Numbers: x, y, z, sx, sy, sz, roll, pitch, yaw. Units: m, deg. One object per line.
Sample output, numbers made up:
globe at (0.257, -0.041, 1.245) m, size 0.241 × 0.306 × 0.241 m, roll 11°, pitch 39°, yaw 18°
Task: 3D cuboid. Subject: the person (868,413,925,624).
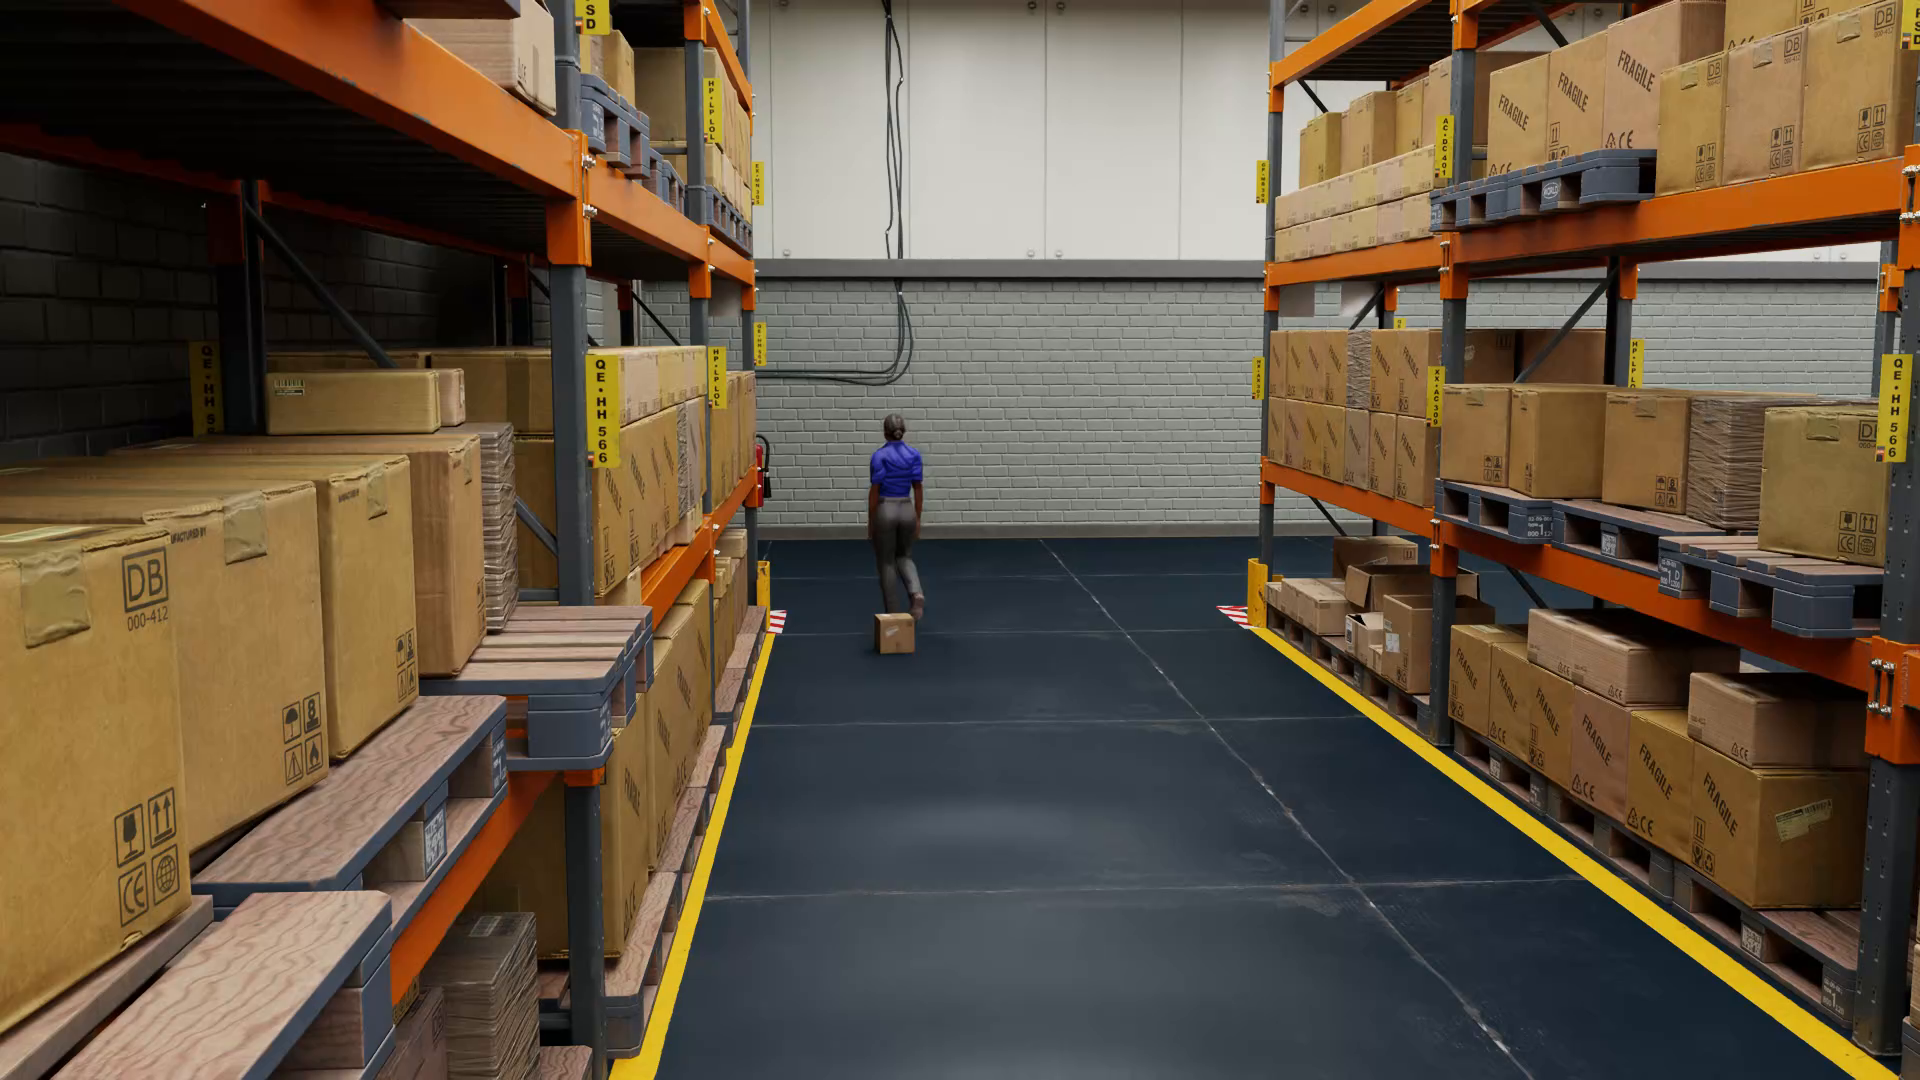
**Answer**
person at (-0.504, -0.158, 12.884) m, size 0.436 × 1.644 × 0.464 m, roll -4°, pitch 8°, yaw -29°
